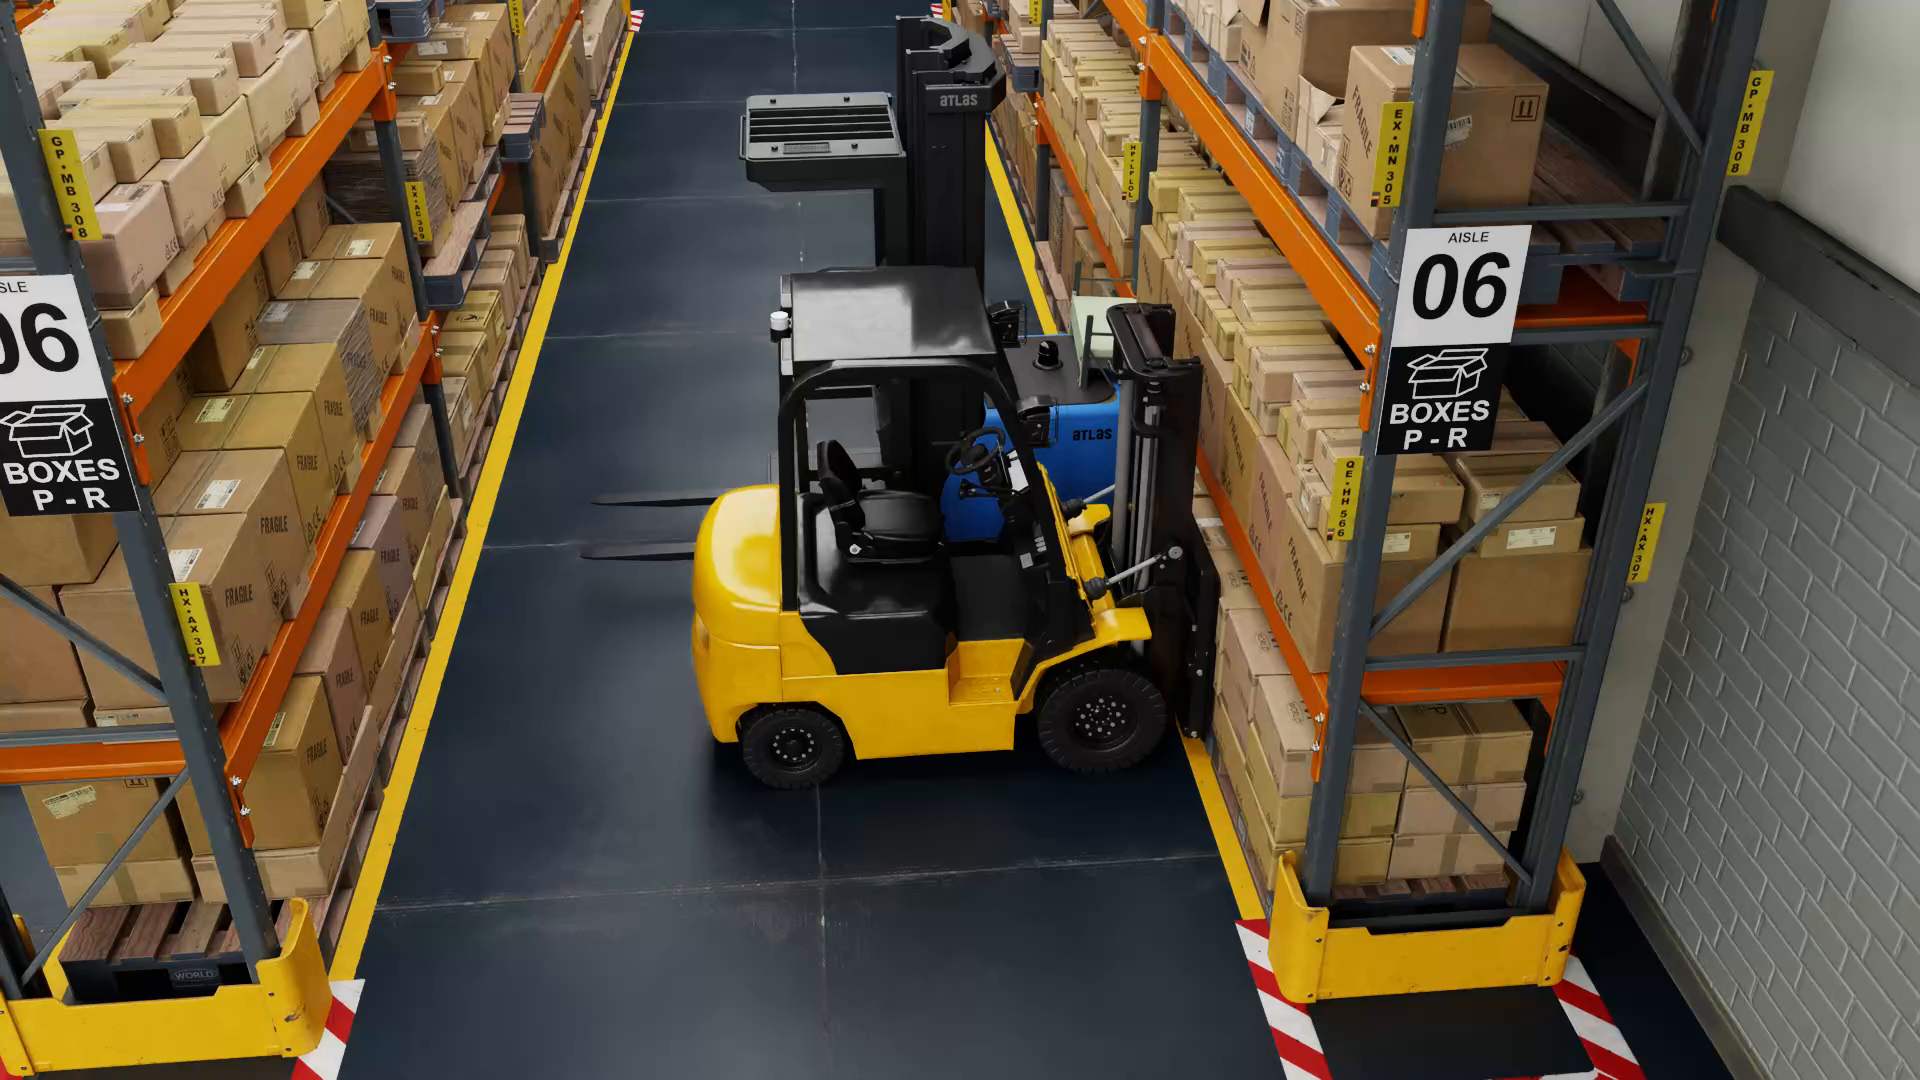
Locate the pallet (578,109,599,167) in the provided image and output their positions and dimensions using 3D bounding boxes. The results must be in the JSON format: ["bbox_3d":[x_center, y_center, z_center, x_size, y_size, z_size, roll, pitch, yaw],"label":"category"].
[{"bbox_3d":[-4.052,-3.860,16.007,1.003,0.211,1.213,-3,31,-5],"label":"pallet"}]

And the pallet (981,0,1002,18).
[{"bbox_3d":[0.708,-5.191,15.704,1.003,0.211,1.213,-3,31,-5],"label":"pallet"}]

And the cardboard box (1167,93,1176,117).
[{"bbox_3d":[1.574,-2.894,10.941,0.380,0.149,0.250,-2,31,-4],"label":"cardboard box"}]

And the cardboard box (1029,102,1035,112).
[{"bbox_3d":[0.801,-3.682,14.385,0.380,0.149,0.250,-2,31,-3],"label":"cardboard box"}]

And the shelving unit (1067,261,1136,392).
[{"bbox_3d":[0.826,-0.739,9.497,0.431,1.500,0.755,2,32,-3],"label":"shelving unit"}]

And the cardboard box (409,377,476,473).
[{"bbox_3d":[-3.503,-0.683,10.121,0.950,0.372,0.625,-2,31,-4],"label":"cardboard box"}]

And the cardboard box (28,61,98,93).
[{"bbox_3d":[-3.418,-1.656,6.141,0.380,0.149,0.250,-4,31,-6],"label":"cardboard box"}]

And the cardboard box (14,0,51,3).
[{"bbox_3d":[-8.819,-5.211,15.794,0.380,0.149,0.250,-2,31,-3],"label":"cardboard box"}]

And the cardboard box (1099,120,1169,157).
[{"bbox_3d":[1.067,-2.474,10.237,0.380,0.149,0.250,-4,31,-6],"label":"cardboard box"}]

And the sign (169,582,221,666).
[{"bbox_3d":[-2.538,0.282,5.510,0.100,0.325,0.005,-3,31,-5],"label":"sign"}]

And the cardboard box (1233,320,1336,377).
[{"bbox_3d":[1.401,-0.829,7.193,0.380,0.149,0.250,-2,31,-4],"label":"cardboard box"}]

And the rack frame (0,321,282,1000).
[{"bbox_3d":[-3.078,0.679,5.688,1.000,3.000,0.127,-3,31,-5],"label":"rack frame"}]

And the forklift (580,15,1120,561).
[{"bbox_3d":[-0.621,-1.225,8.943,3.031,2.935,1.130,-3,31,-5],"label":"forklift"}]

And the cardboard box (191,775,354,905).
[{"bbox_3d":[-2.878,1.254,6.997,0.500,0.250,0.500,-3,31,-5],"label":"cardboard box"}]

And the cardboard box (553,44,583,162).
[{"bbox_3d":[-3.970,-3.942,15.087,0.875,0.875,0.875,-2,31,-3],"label":"cardboard box"}]

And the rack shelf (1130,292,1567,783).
[{"bbox_3d":[1.676,-0.273,7.983,1.077,0.370,4.000,-3,31,-5],"label":"rack shelf"}]

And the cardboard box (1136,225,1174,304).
[{"bbox_3d":[1.271,-1.406,9.082,0.500,0.500,0.500,-4,31,-6],"label":"cardboard box"}]

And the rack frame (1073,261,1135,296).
[{"bbox_3d":[0.818,-0.933,9.807,0.400,1.500,0.023,2,32,-3],"label":"rack frame"}]

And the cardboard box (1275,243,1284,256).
[{"bbox_3d":[1.850,-1.511,8.624,0.380,0.149,0.250,-2,31,-3],"label":"cardboard box"}]

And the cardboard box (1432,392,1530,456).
[{"bbox_3d":[2.015,-0.461,6.576,0.380,0.149,0.250,-2,31,-4],"label":"cardboard box"}]

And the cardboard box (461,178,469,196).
[{"bbox_3d":[-3.310,-2.261,10.446,0.380,0.149,0.250,-3,31,-4],"label":"cardboard box"}]

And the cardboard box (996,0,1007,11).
[{"bbox_3d":[0.686,-4.987,14.668,0.700,0.500,0.500,-3,31,-5],"label":"cardboard box"}]

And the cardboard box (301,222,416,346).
[{"bbox_3d":[-3.163,-1.319,8.645,0.500,0.500,0.500,-4,31,-6],"label":"cardboard box"}]

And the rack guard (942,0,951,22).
[{"bbox_3d":[0.376,-6.617,20.341,1.175,0.500,0.348,-3,31,-5],"label":"rack guard"}]

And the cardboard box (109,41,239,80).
[{"bbox_3d":[-3.019,-1.813,6.402,0.380,0.149,0.250,-2,31,-4],"label":"cardboard box"}]

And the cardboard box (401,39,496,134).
[{"bbox_3d":[-3.399,-3.016,11.078,0.500,0.500,0.500,-5,31,-8],"label":"cardboard box"}]

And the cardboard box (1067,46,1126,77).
[{"bbox_3d":[0.965,-3.390,11.771,0.380,0.149,0.250,-2,31,-4],"label":"cardboard box"}]

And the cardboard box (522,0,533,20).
[{"bbox_3d":[-3.684,-4.394,13.108,0.500,0.500,0.500,-3,31,-4],"label":"cardboard box"}]

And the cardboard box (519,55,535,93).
[{"bbox_3d":[-3.621,-3.603,13.003,0.500,0.250,0.500,-3,31,-5],"label":"cardboard box"}]

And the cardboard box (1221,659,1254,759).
[{"bbox_3d":[1.470,0.735,7.379,0.500,0.250,0.500,-3,31,-5],"label":"cardboard box"}]

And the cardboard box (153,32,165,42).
[{"bbox_3d":[-3.592,-1.957,7.033,0.500,0.250,0.500,-2,31,-4],"label":"cardboard box"}]

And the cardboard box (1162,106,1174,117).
[{"bbox_3d":[1.567,-2.805,11.180,0.500,0.250,0.500,-3,31,-6],"label":"cardboard box"}]

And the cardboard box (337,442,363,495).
[{"bbox_3d":[-2.966,-0.325,7.615,0.380,0.149,0.250,-2,31,-4],"label":"cardboard box"}]

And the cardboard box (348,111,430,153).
[{"bbox_3d":[-3.144,-2.249,9.161,0.380,0.149,0.250,-3,31,-5],"label":"cardboard box"}]

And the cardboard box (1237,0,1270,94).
[{"bbox_3d":[1.567,-2.158,6.906,0.797,0.503,0.637,-2,31,-3],"label":"cardboard box"}]

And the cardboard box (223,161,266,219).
[{"bbox_3d":[-2.911,-1.345,6.397,0.380,0.149,0.250,-2,31,-4],"label":"cardboard box"}]

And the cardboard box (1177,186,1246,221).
[{"bbox_3d":[1.356,-1.746,8.729,0.380,0.149,0.250,-2,31,-4],"label":"cardboard box"}]

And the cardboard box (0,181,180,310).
[{"bbox_3d":[-2.860,-0.941,5.332,0.500,0.250,0.500,-3,31,-5],"label":"cardboard box"}]

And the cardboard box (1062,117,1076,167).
[{"bbox_3d":[1.011,-2.822,11.697,0.500,0.250,0.500,-4,31,-6],"label":"cardboard box"}]

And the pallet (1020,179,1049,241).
[{"bbox_3d":[1.084,-2.831,14.284,1.003,0.211,1.213,-3,31,-5],"label":"pallet"}]

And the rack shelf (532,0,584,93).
[{"bbox_3d":[-4.013,-4.117,14.420,1.077,0.370,4.000,-3,31,-5],"label":"rack shelf"}]

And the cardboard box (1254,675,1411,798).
[{"bbox_3d":[1.510,0.790,6.799,0.500,0.250,0.500,-2,31,-3],"label":"cardboard box"}]

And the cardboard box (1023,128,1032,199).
[{"bbox_3d":[0.826,-3.214,14.233,0.500,0.500,0.500,-3,31,-5],"label":"cardboard box"}]

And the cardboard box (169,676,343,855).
[{"bbox_3d":[-2.881,0.920,6.825,0.500,0.500,0.500,-4,31,-6],"label":"cardboard box"}]

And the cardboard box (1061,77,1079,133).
[{"bbox_3d":[0.991,-3.033,11.562,0.500,0.250,0.500,-4,31,-6],"label":"cardboard box"}]

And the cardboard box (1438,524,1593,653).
[{"bbox_3d":[2.094,0.130,6.509,0.500,0.500,0.500,-2,31,-3],"label":"cardboard box"}]

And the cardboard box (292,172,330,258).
[{"bbox_3d":[-3.627,-1.728,8.355,0.700,0.500,0.500,-3,31,-5],"label":"cardboard box"}]

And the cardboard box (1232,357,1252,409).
[{"bbox_3d":[1.408,-0.699,7.266,0.380,0.149,0.250,-3,31,-4],"label":"cardboard box"}]

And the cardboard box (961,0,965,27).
[{"bbox_3d":[0.372,-6.081,19.035,0.700,0.500,0.500,-2,31,-3],"label":"cardboard box"}]

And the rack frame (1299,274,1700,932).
[{"bbox_3d":[1.863,0.440,6.089,1.000,3.000,0.127,-3,31,-5],"label":"rack frame"}]

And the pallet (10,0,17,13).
[{"bbox_3d":[-9.192,-4.679,14.846,1.003,0.211,1.213,-3,31,-5],"label":"pallet"}]

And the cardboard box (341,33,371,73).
[{"bbox_3d":[-3.118,-2.396,8.157,0.380,0.149,0.250,-3,31,-4],"label":"cardboard box"}]

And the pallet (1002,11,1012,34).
[{"bbox_3d":[0.930,-4.555,14.638,1.003,0.211,1.213,-3,31,-5],"label":"pallet"}]
